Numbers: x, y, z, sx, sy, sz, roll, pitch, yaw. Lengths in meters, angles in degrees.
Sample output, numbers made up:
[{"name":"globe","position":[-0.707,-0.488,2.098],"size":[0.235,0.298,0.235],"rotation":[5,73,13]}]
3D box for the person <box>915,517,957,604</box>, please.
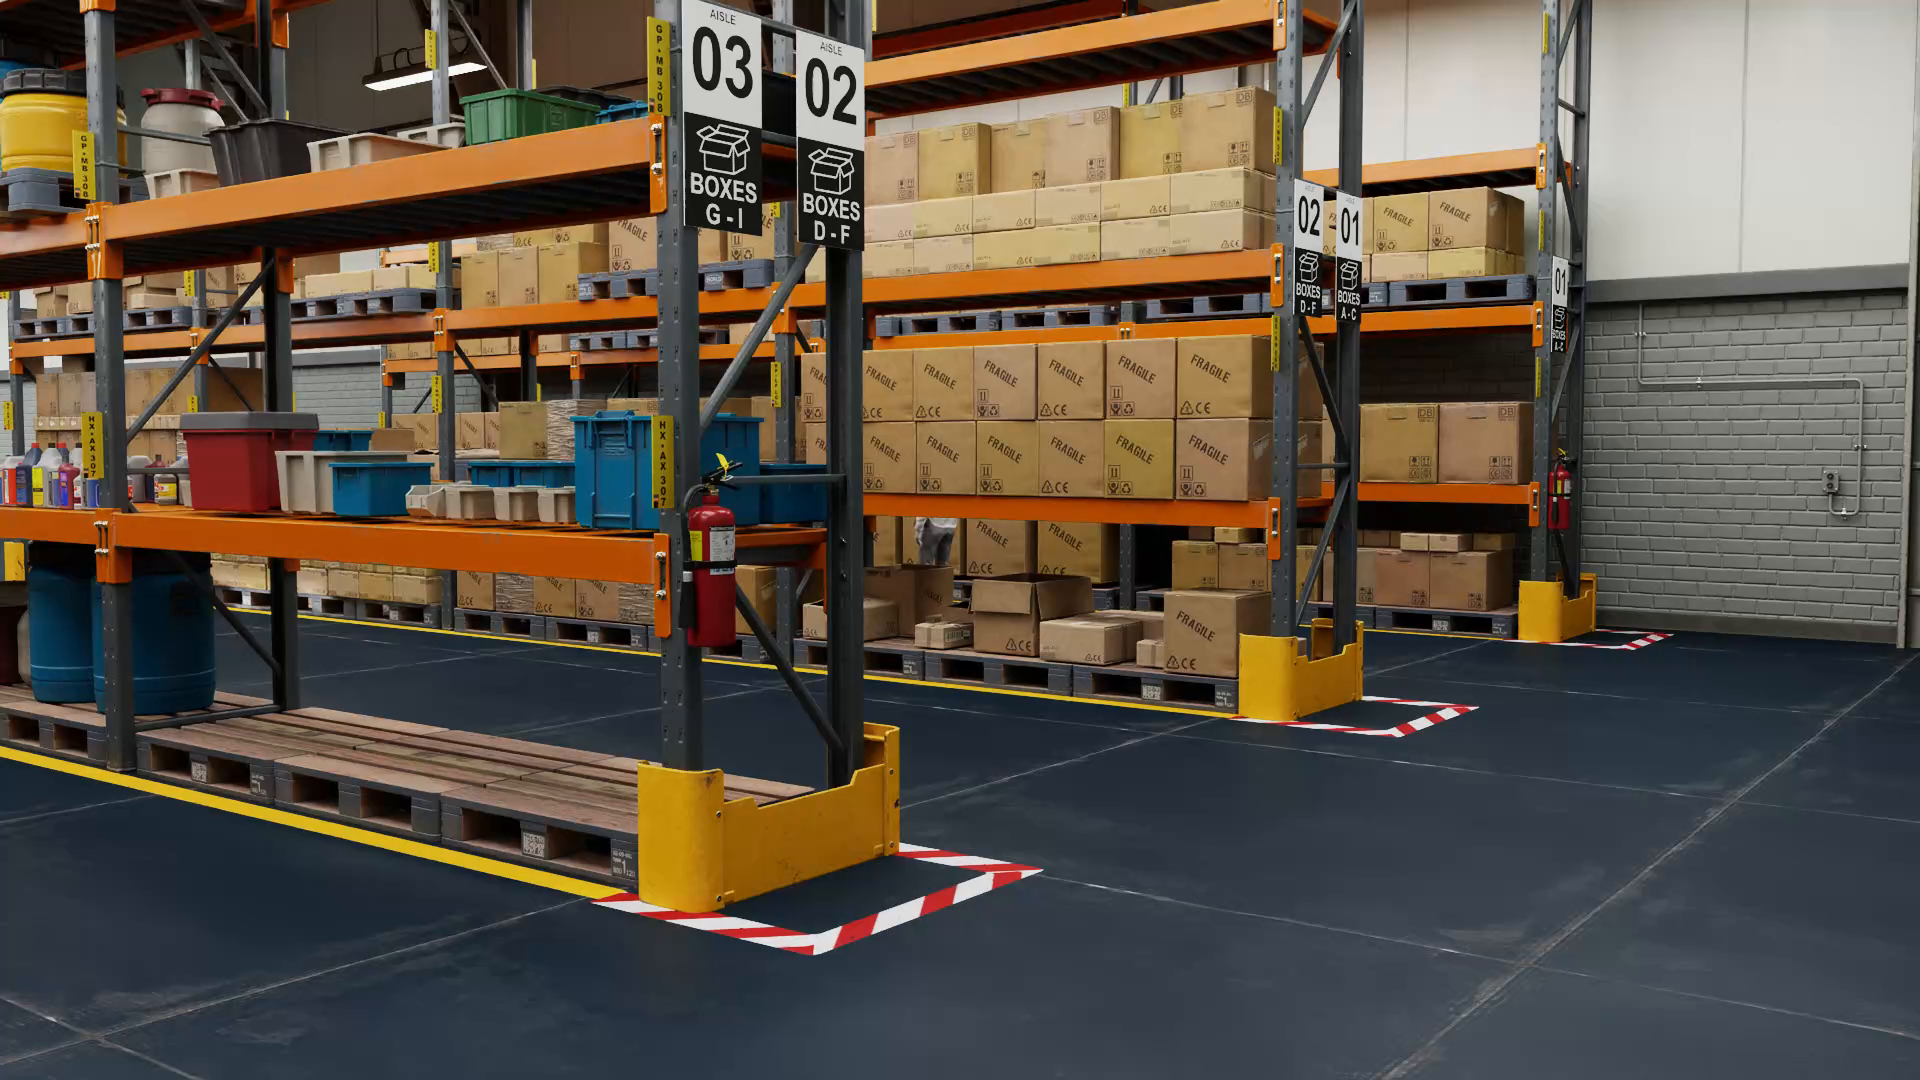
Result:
[{"name":"person","position":[-0.248,-0.092,15.717],"size":[0.408,1.663,0.528],"rotation":[2,4,36]}]
